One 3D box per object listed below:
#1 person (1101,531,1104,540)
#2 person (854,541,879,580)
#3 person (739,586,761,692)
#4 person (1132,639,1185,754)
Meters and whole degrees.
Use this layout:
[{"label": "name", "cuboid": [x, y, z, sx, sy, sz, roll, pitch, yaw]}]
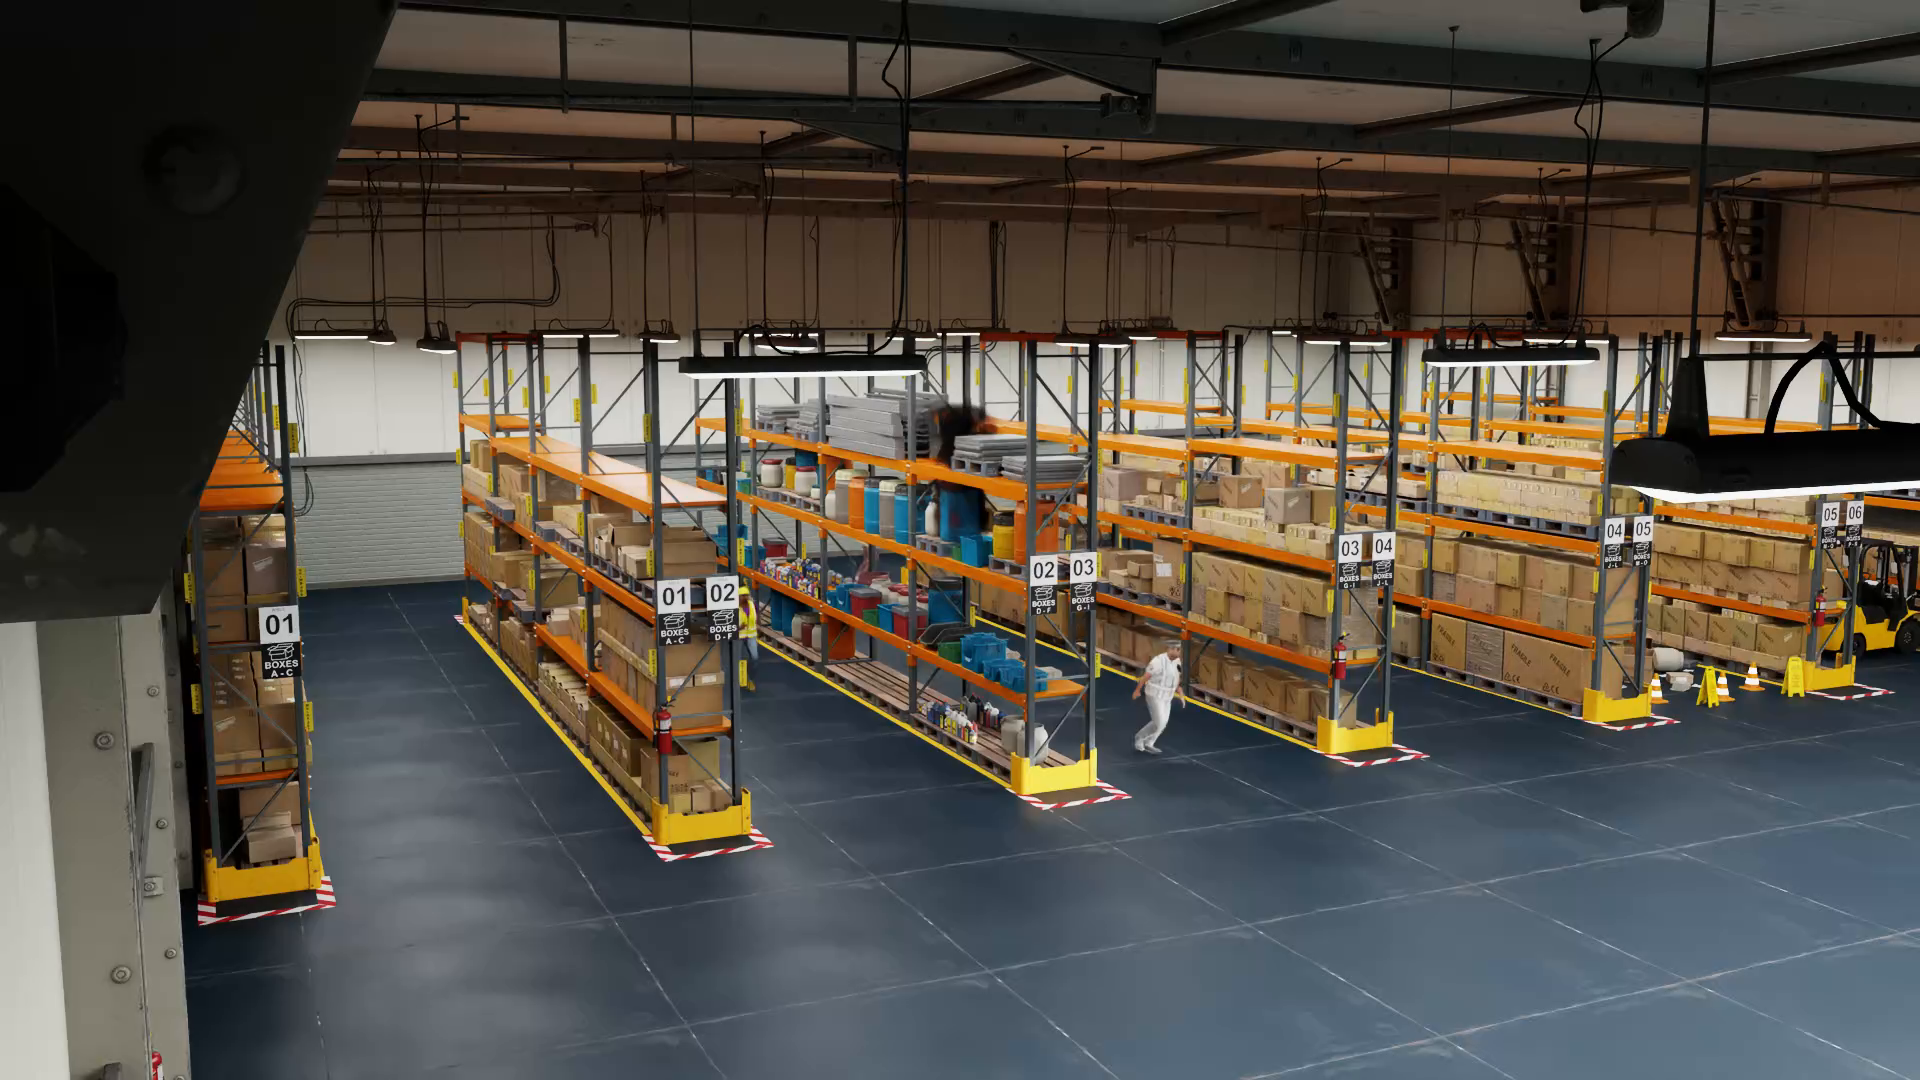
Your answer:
[{"label": "person", "cuboid": [3.482, -0.093, 41.679, 0.878, 1.692, 0.665, -2, 8, -15]}, {"label": "person", "cuboid": [-2.173, 0.158, 40.035, 0.681, 1.595, 0.582, 2, 8, 15]}, {"label": "person", "cuboid": [-3.643, 1.677, 28.141, 0.666, 1.810, 0.830, -3, 8, -24]}, {"label": "person", "cuboid": [2.886, 2.259, 24.039, 0.581, 1.696, 0.681, 7, 11, 43]}]
